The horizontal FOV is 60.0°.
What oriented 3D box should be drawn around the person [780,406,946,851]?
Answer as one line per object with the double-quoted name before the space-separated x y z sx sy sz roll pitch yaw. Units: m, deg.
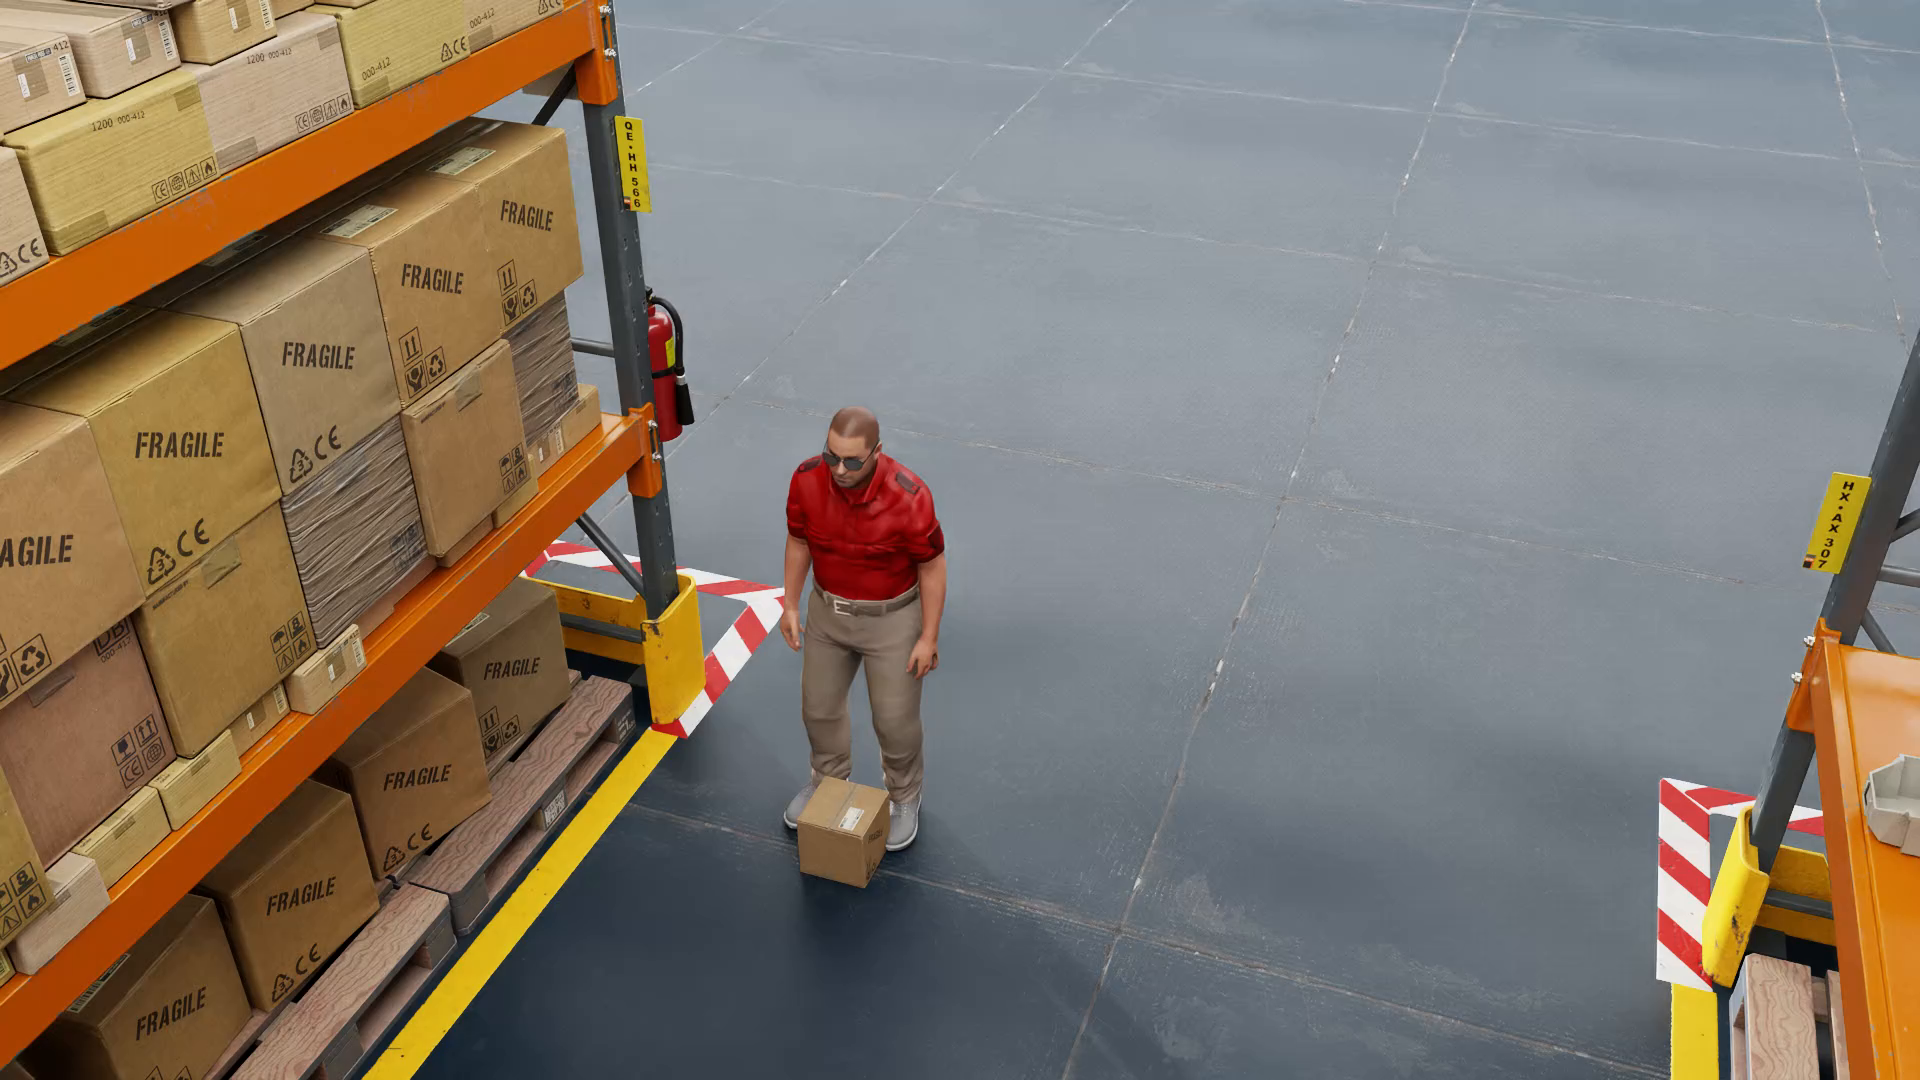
"person" -0.335 0.286 5.711 0.586 1.727 0.393 11 35 17
